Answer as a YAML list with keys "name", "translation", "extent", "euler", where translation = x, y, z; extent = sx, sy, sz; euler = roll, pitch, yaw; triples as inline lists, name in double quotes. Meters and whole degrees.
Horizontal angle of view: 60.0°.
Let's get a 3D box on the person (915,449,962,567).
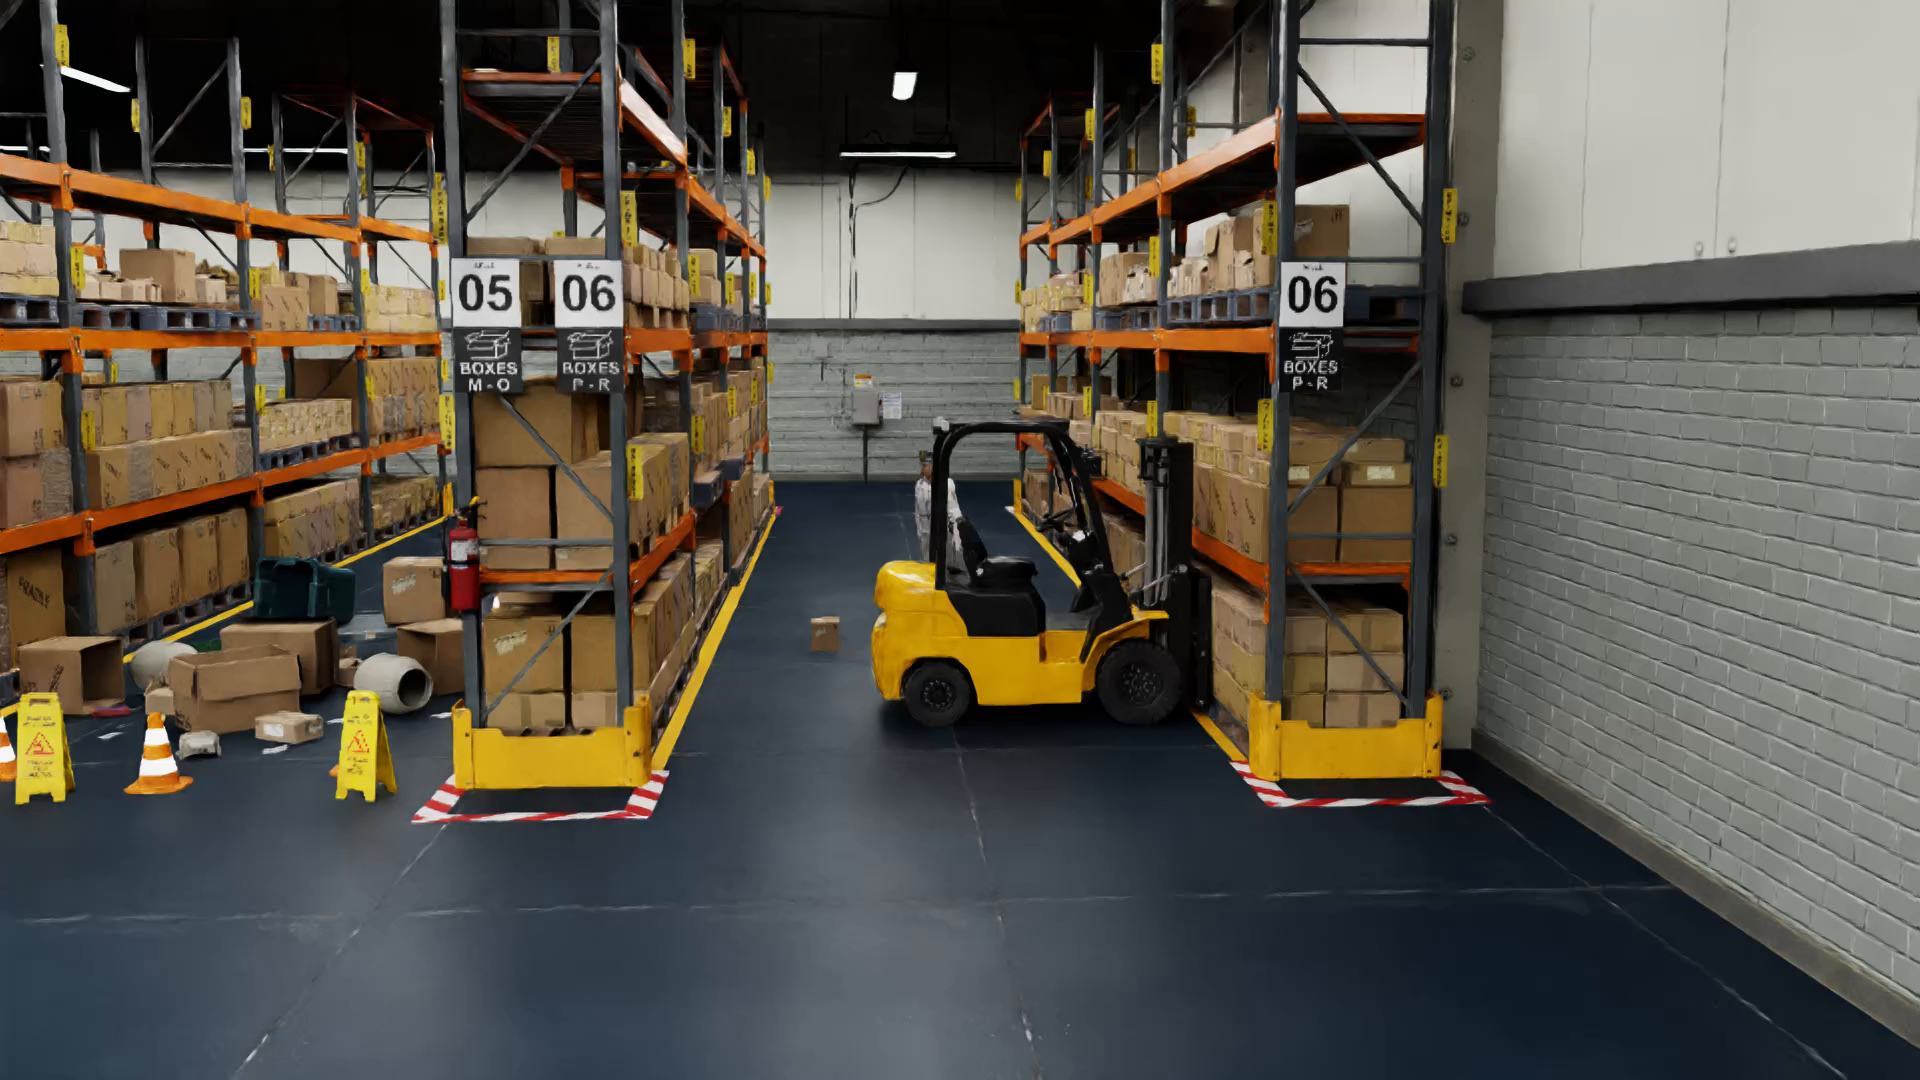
- name: "person"
  translation: [-0.181, -0.054, 16.123]
  extent: [0.522, 1.670, 0.532]
  euler: [4, 8, 31]
